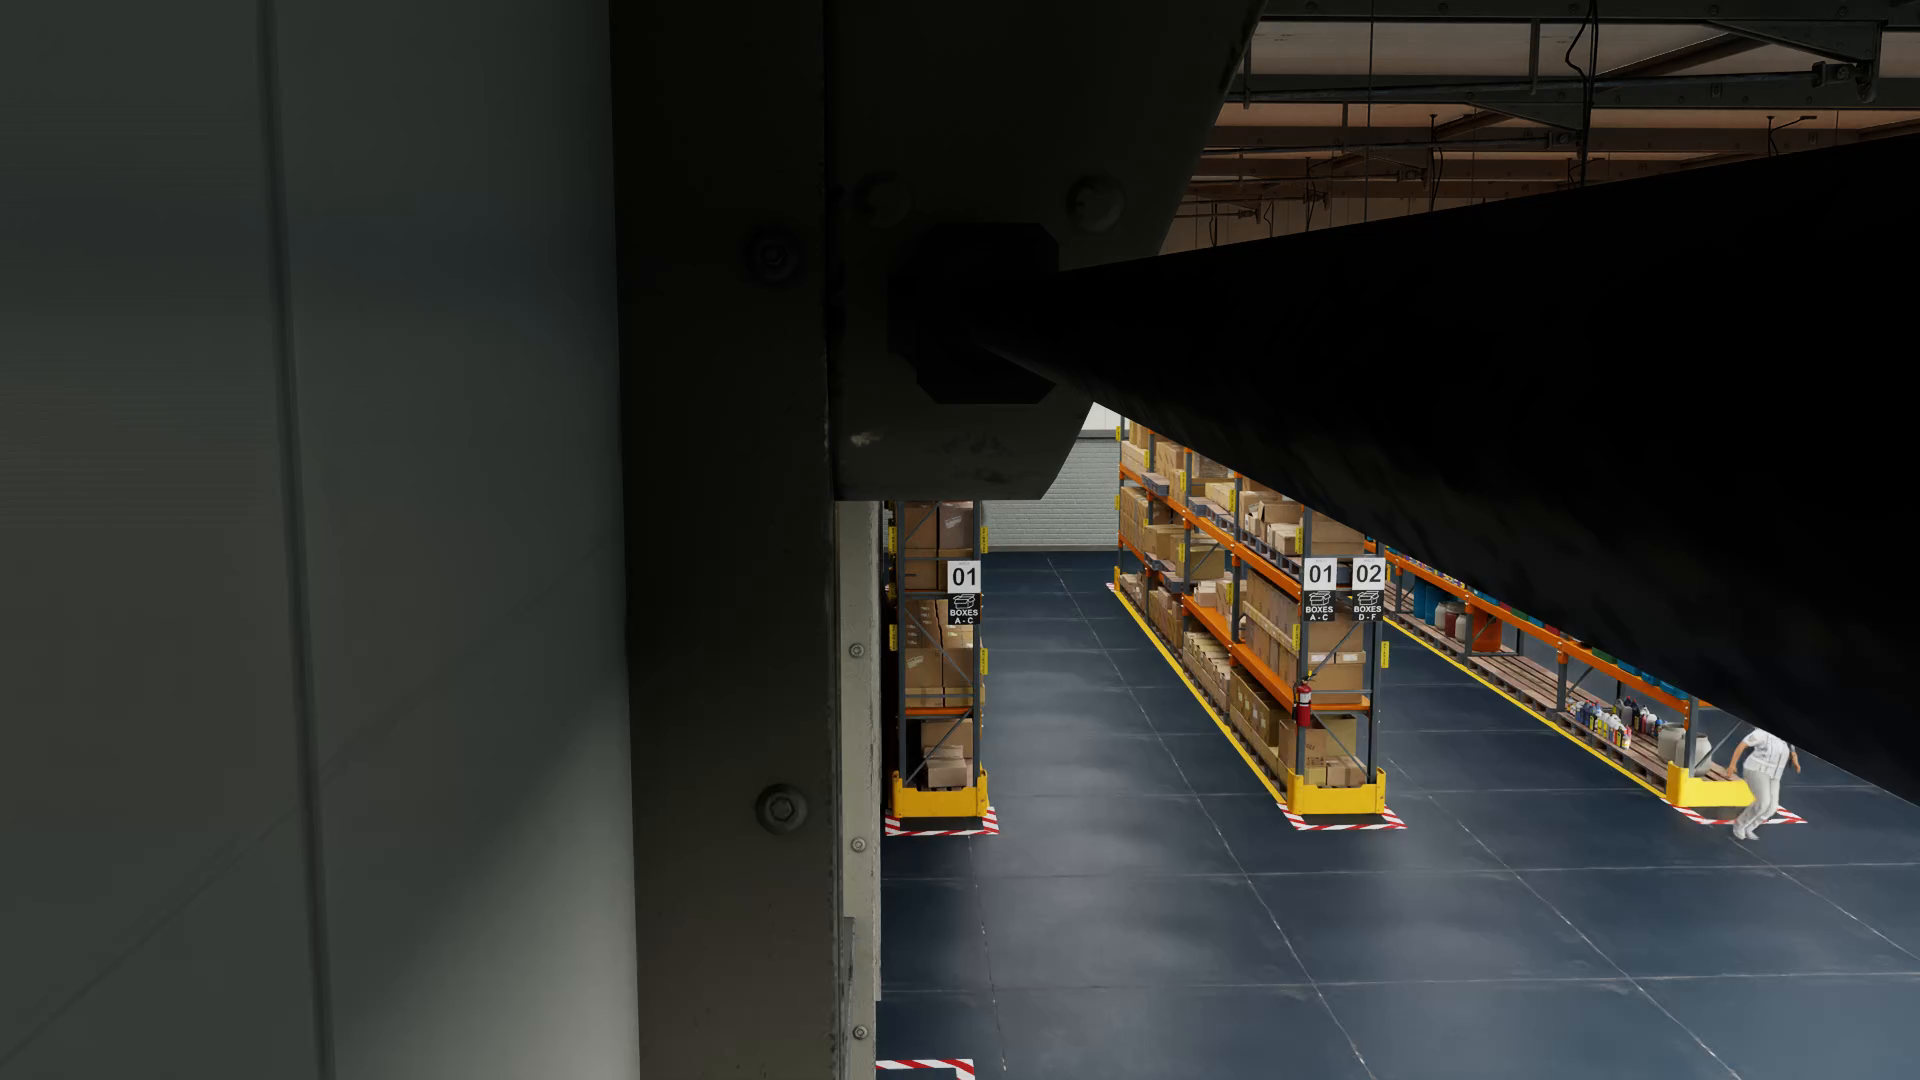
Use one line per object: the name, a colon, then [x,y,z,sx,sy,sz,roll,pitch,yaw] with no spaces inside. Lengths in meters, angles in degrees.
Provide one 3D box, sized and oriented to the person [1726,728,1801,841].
person: [9.503,2.786,19.547,0.809,1.598,0.609,-4,9,-23]
